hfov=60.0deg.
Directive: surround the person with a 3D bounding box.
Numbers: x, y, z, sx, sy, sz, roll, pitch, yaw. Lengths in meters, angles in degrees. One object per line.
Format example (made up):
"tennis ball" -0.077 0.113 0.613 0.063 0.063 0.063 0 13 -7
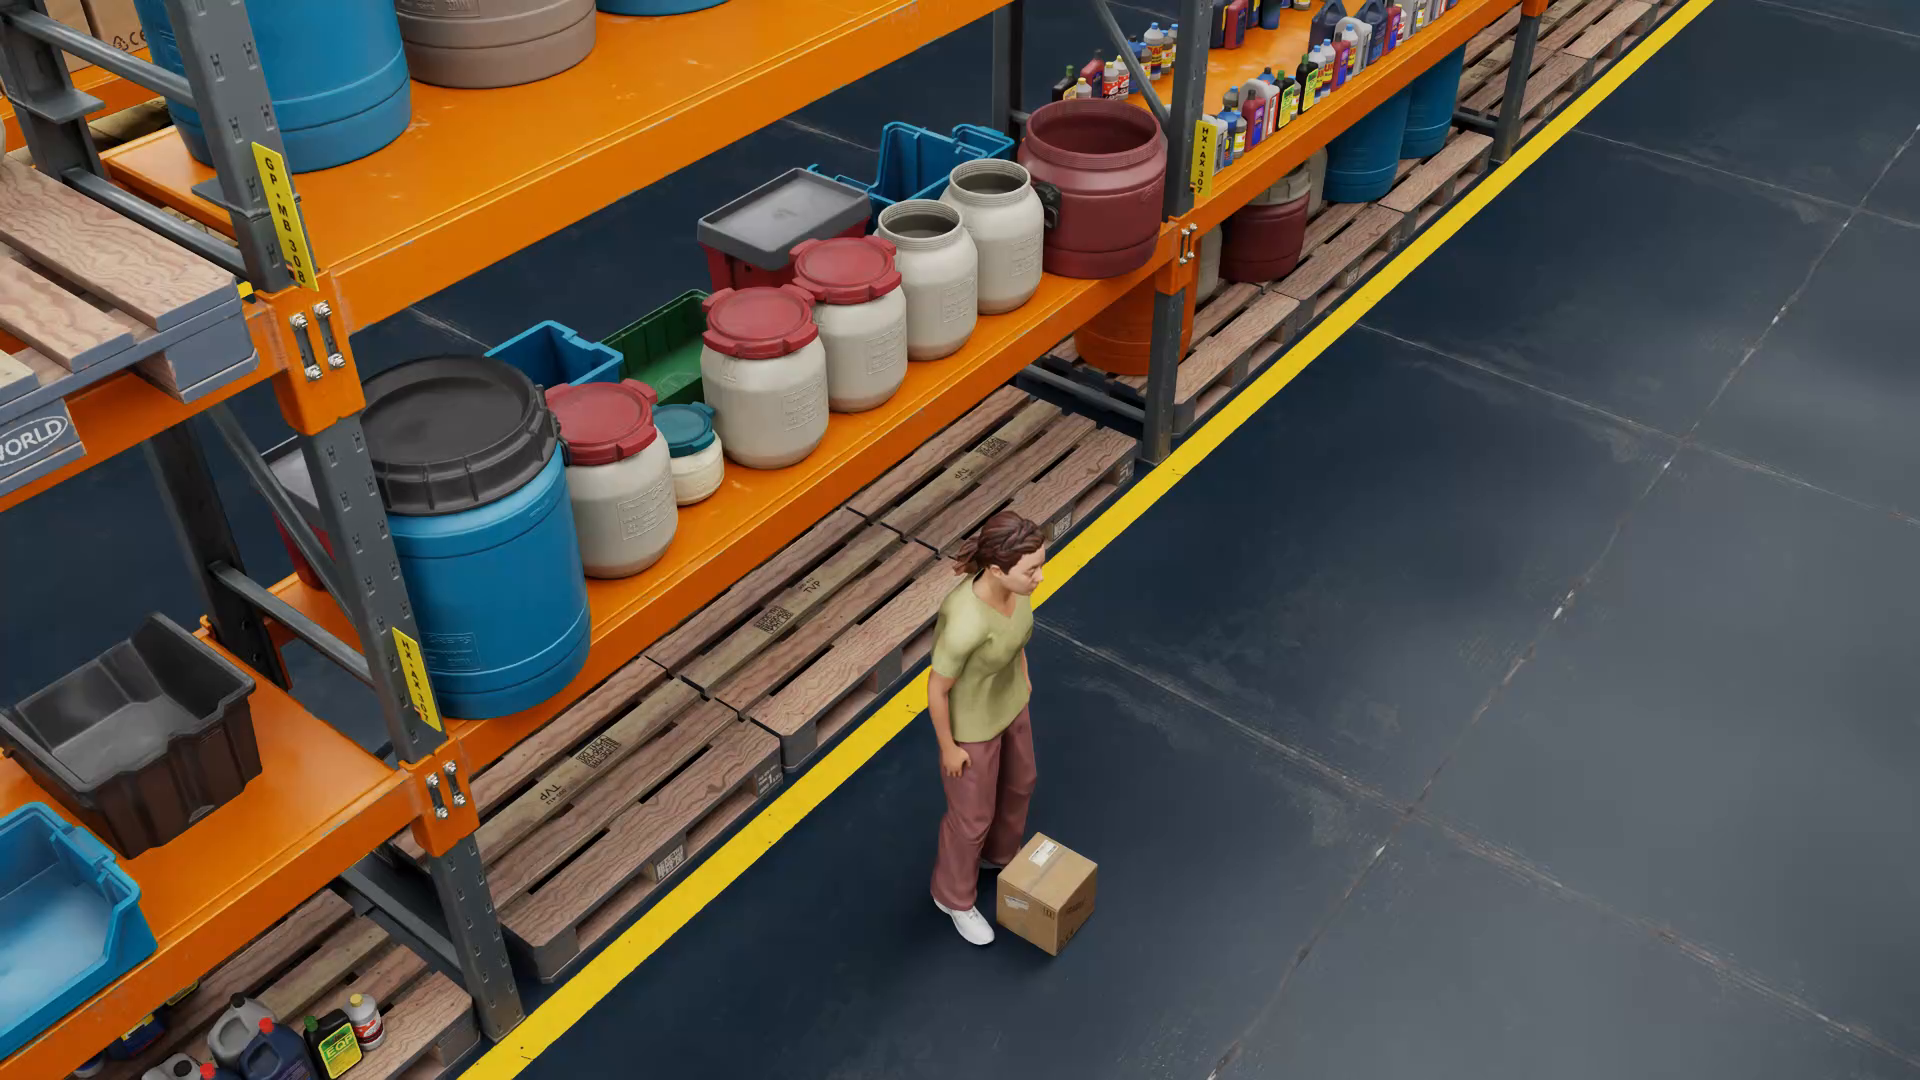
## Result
"person" 0.099 0.583 5.438 0.364 1.671 0.511 23 44 26
